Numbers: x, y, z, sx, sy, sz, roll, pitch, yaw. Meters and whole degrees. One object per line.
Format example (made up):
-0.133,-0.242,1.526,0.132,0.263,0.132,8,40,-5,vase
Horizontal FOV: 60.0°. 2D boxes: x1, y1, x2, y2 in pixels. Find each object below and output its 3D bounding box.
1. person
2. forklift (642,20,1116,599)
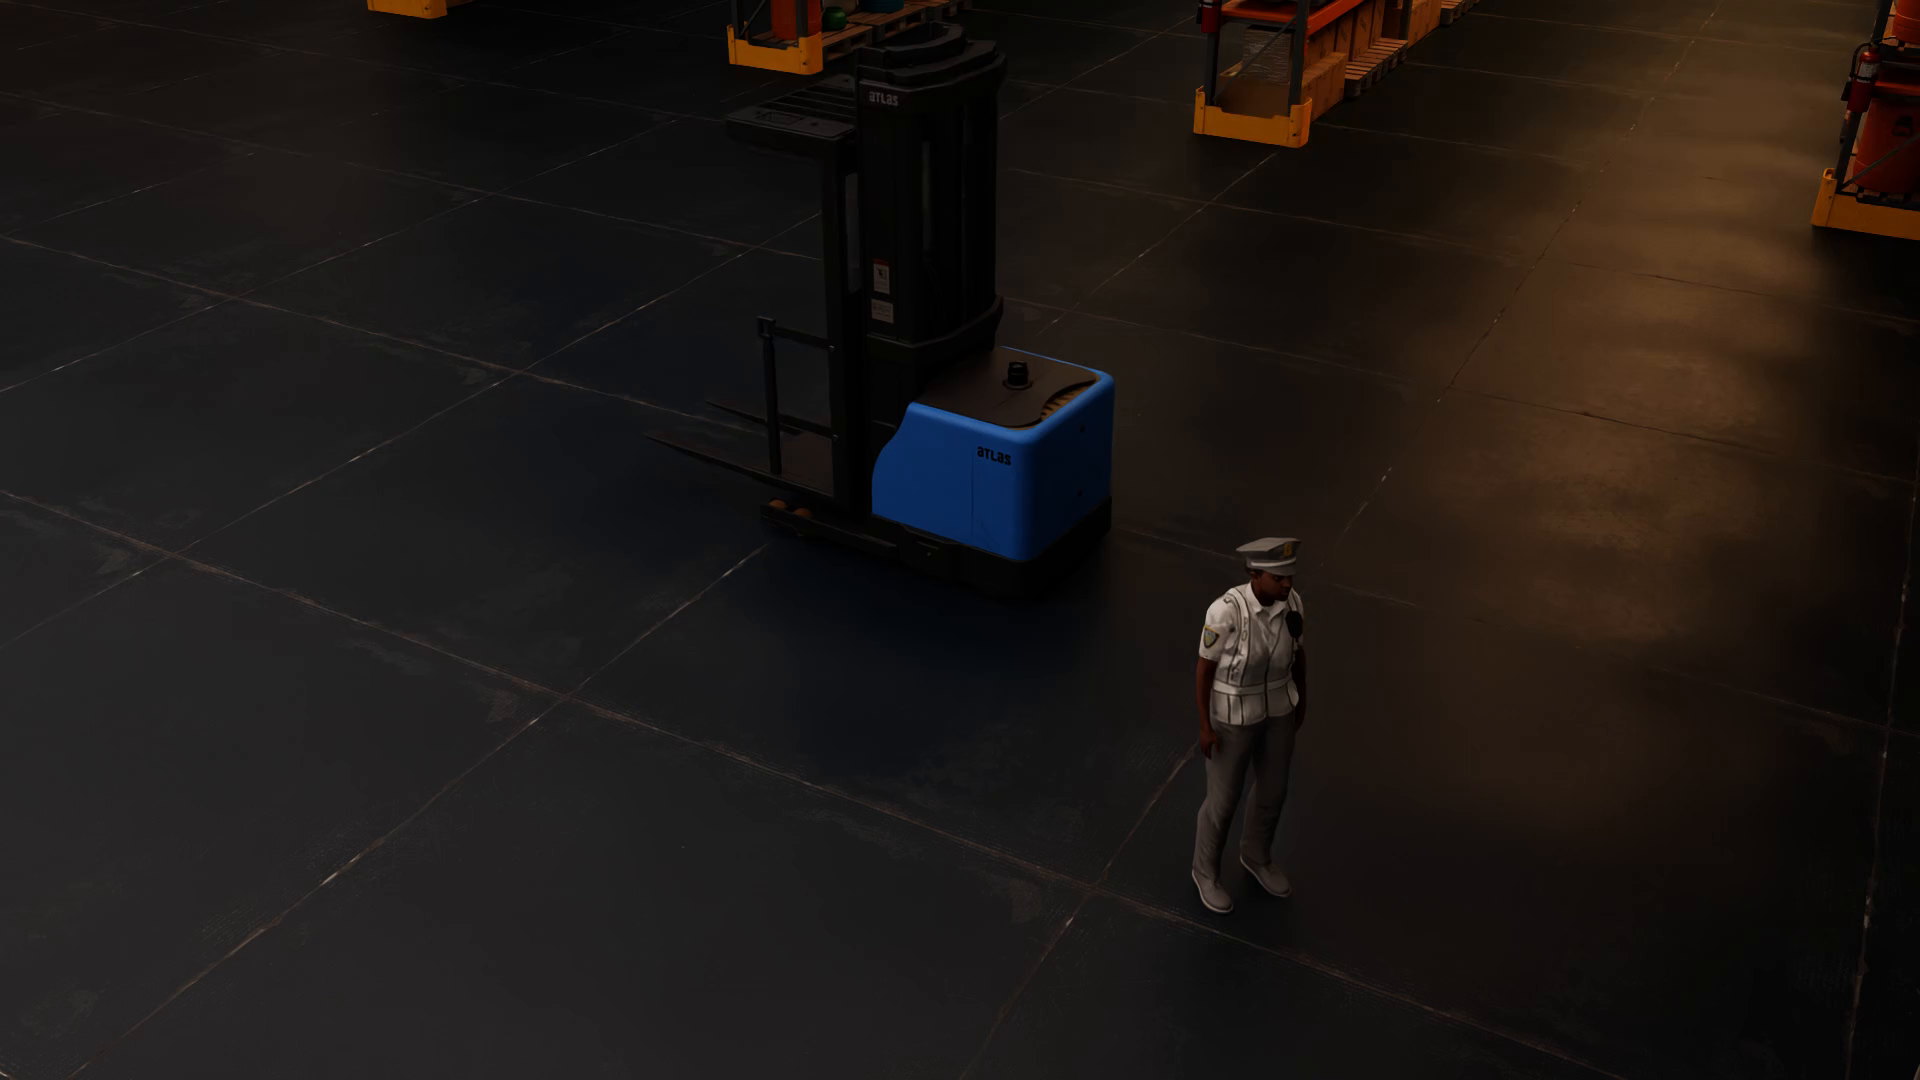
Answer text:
1.248,0.758,7.010,0.535,1.709,0.459,-11,32,-18,person
-0.609,-1.493,9.657,3.031,2.935,1.130,18,35,28,forklift
